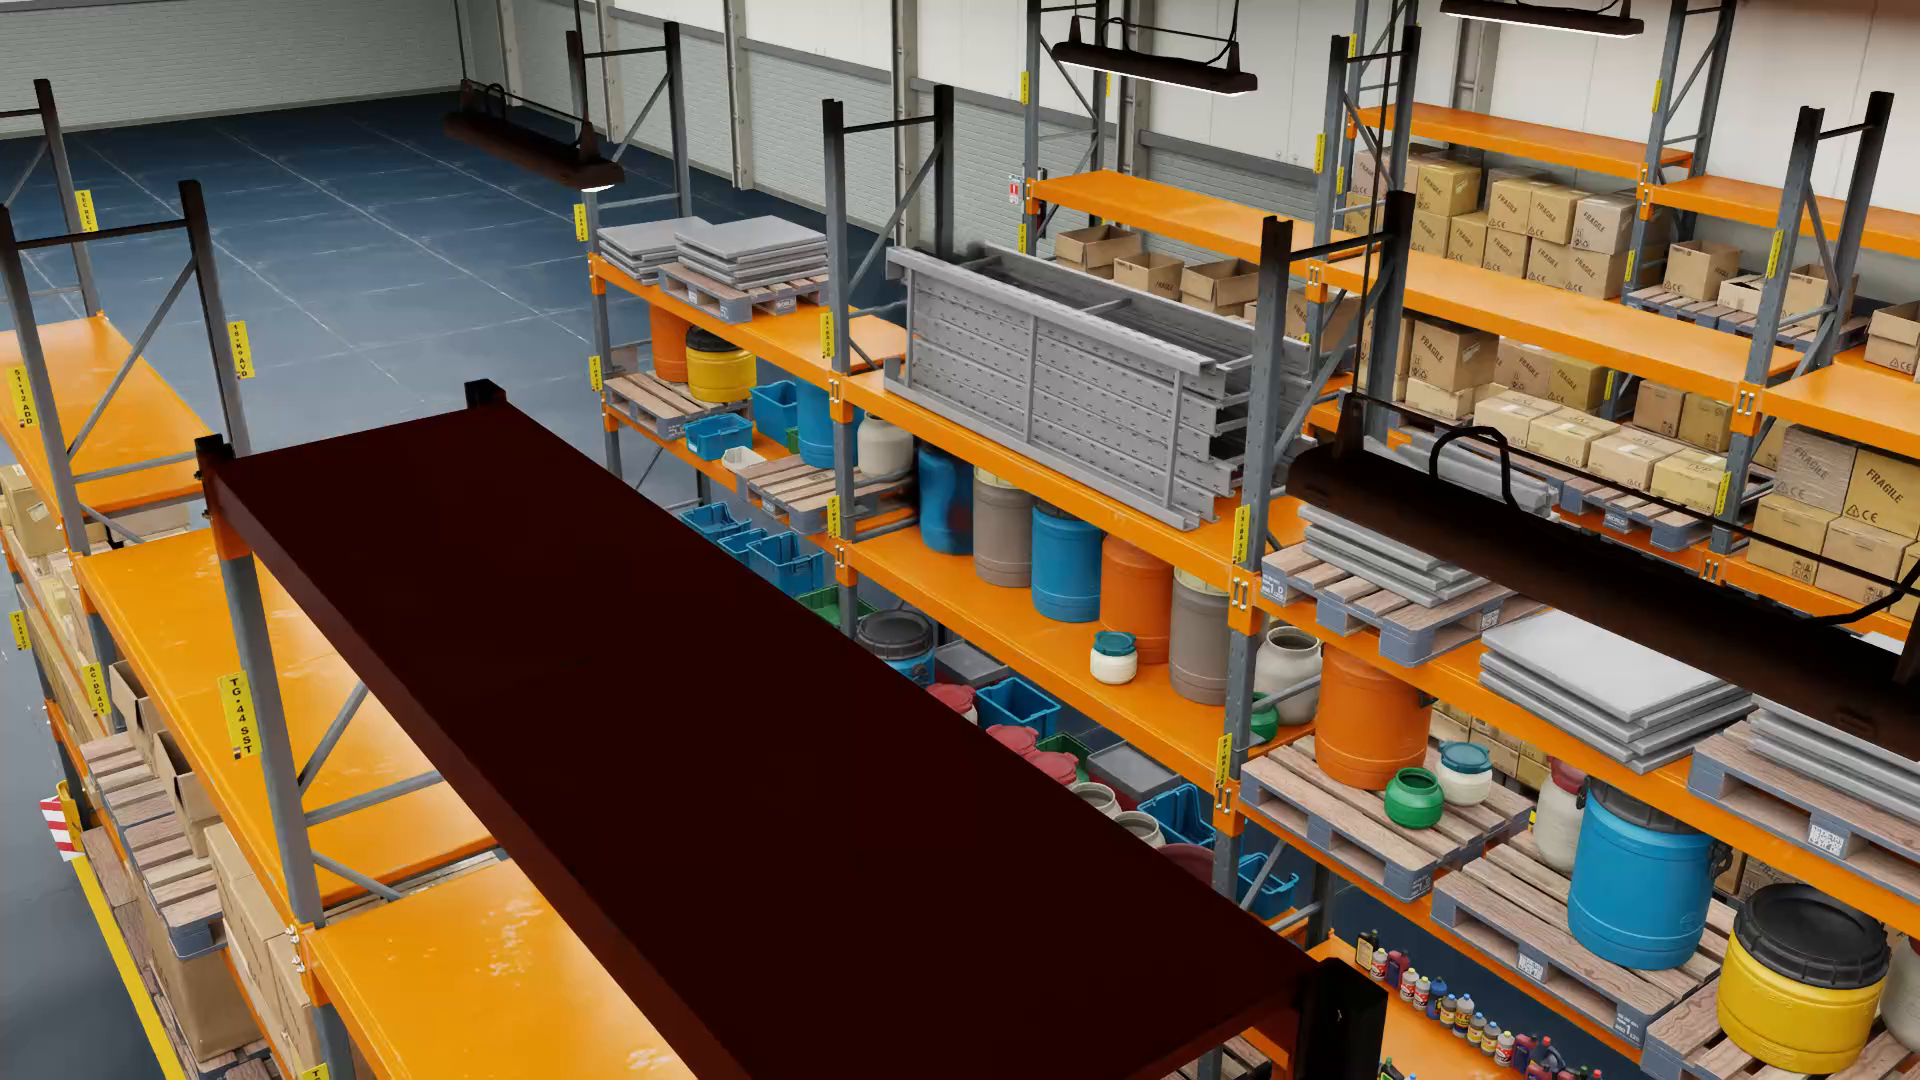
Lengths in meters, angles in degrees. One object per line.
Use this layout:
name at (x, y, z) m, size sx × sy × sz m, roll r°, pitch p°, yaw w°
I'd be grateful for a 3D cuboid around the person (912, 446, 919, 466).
person at (-0.945, -1.480, 20.227) m, size 1.043 × 1.715 × 0.736 m, roll -6°, pitch 25°, yaw -12°
